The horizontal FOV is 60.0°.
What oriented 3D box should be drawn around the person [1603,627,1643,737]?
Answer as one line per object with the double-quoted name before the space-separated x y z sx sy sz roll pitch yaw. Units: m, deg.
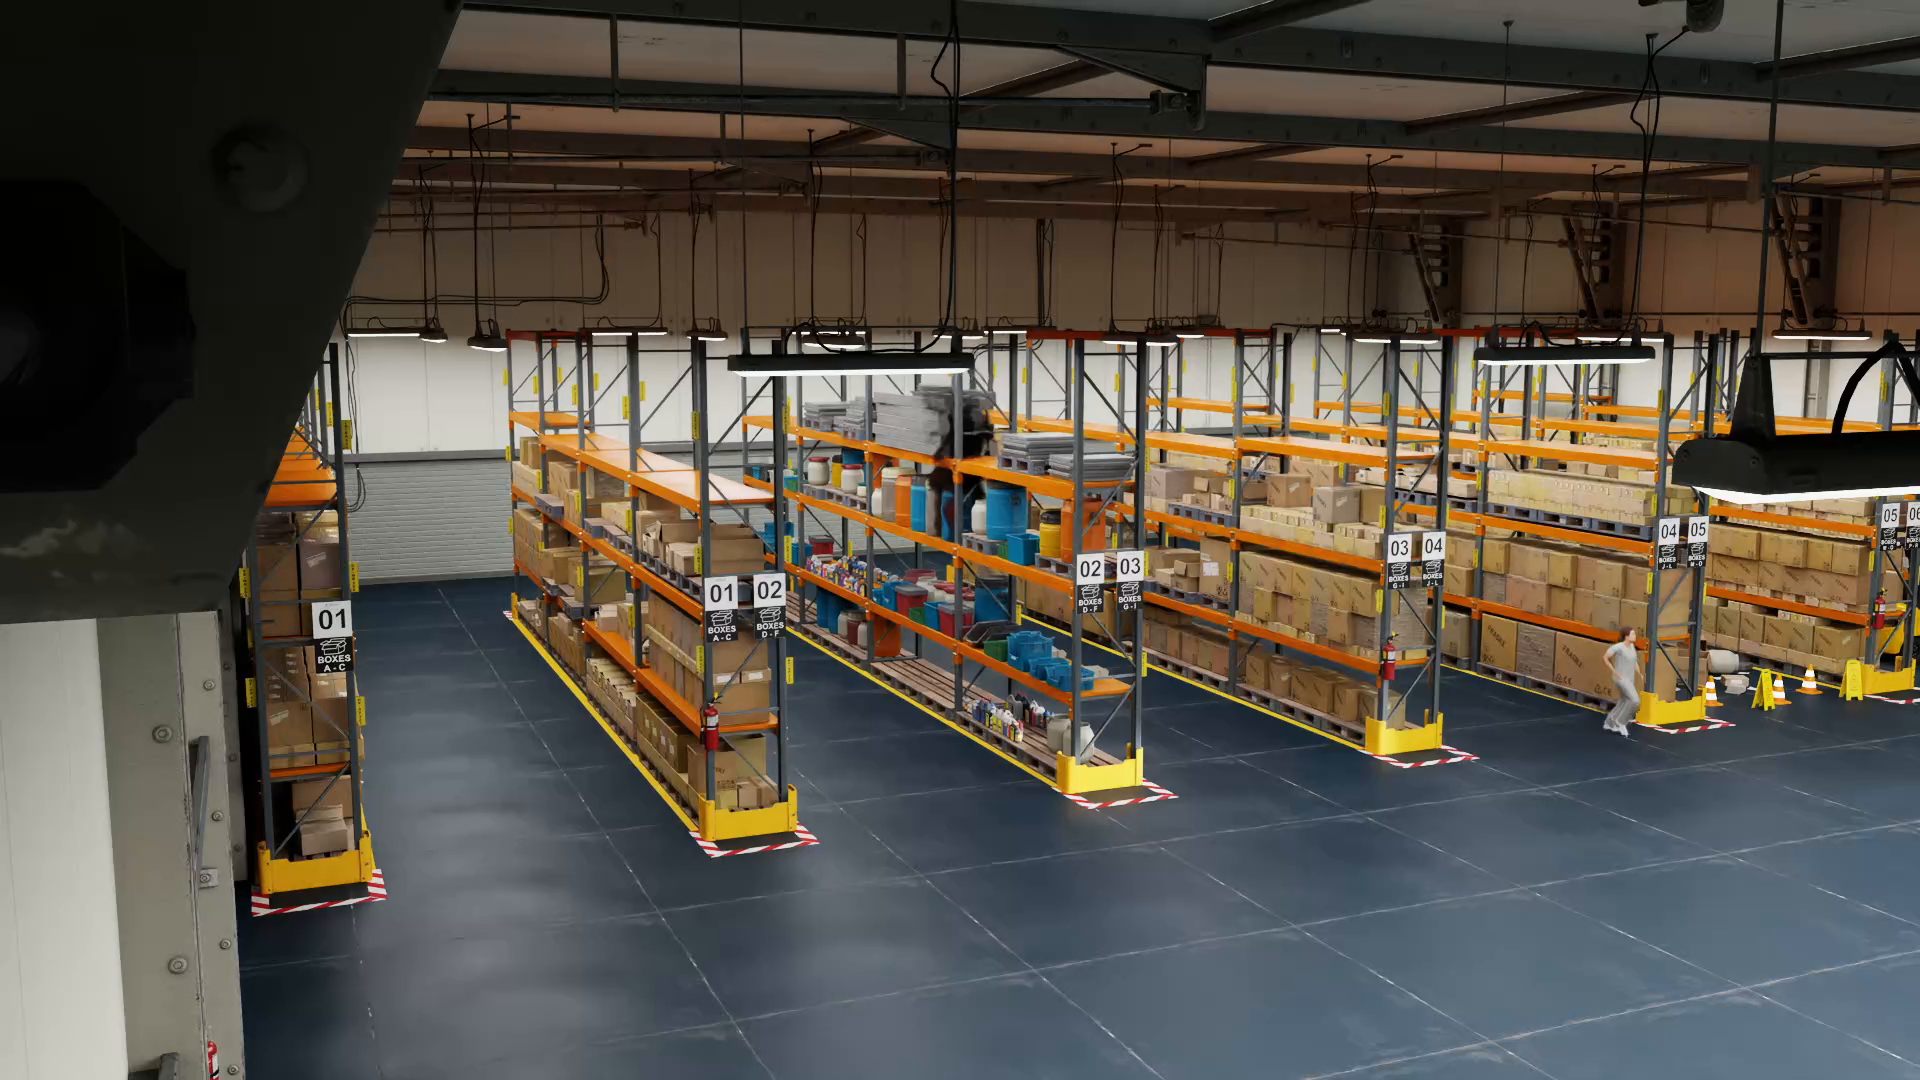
"person" 10.010 2.116 25.033 0.580 1.649 0.630 -5 9 -34
